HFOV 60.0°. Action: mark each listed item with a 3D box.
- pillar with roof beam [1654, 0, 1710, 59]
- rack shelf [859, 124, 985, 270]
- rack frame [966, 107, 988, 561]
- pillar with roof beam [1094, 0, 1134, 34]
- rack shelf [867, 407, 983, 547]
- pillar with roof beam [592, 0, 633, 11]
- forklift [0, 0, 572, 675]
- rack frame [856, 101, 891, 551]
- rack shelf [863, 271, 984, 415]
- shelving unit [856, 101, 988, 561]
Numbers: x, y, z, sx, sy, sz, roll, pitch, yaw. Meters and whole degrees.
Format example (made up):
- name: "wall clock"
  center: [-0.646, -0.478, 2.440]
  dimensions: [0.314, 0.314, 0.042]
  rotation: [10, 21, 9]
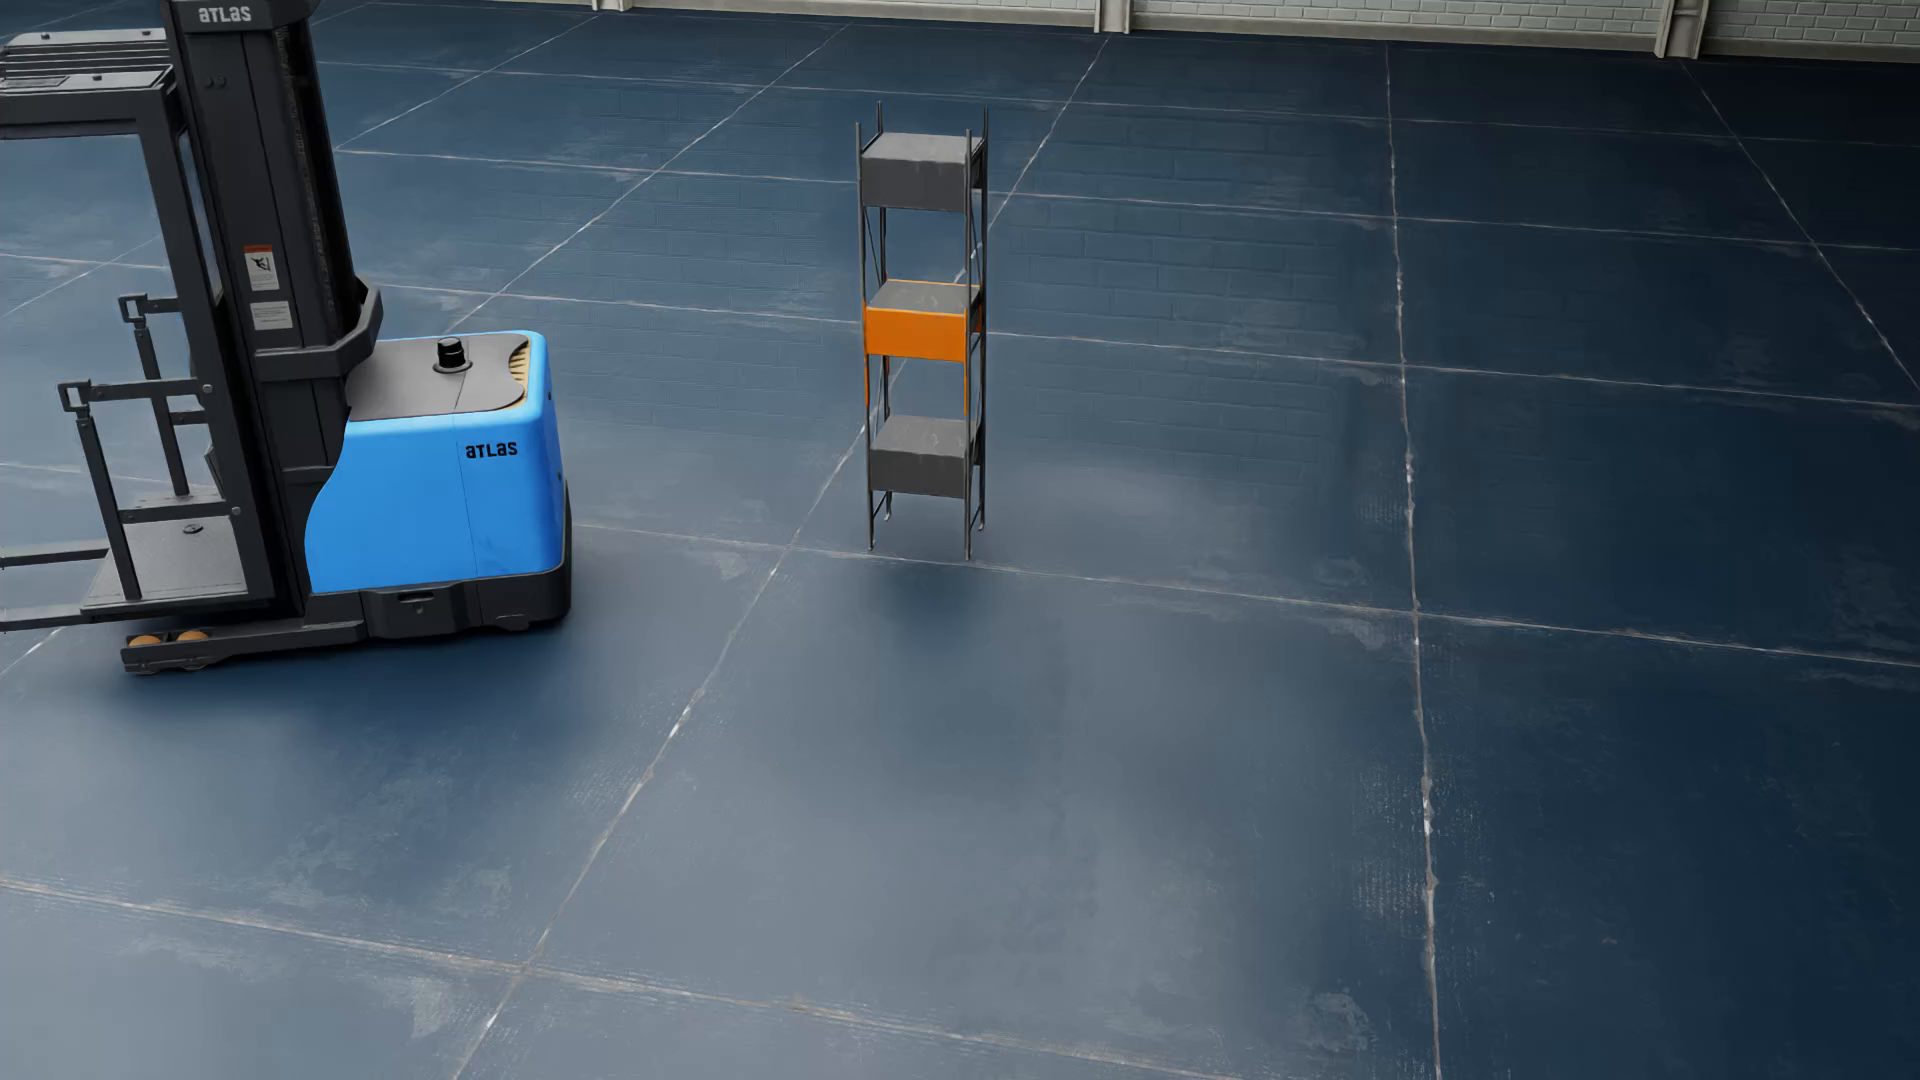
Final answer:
- name: "pillar with roof beam"
  center: [6.698, -7.072, 11.798]
  dimensions: [0.400, 9.000, 9.100]
  rotation: [6, 29, 11]
- name: "rack shelf"
  center: [-0.162, -1.540, 7.447]
  dimensions: [0.480, 0.518, 0.431]
  rotation: [6, 29, 11]
- name: "rack frame"
  center: [0.077, -0.913, 7.731]
  dimensions: [0.015, 2.100, 0.400]
  rotation: [6, 29, 11]
- name: "pillar with roof beam"
  center: [0.830, -7.674, 12.897]
  dimensions: [0.400, 9.000, 9.100]
  rotation: [6, 29, 11]
- name: "rack shelf"
  center: [-0.162, -0.312, 8.119]
  dimensions: [0.480, 0.518, 0.431]
  rotation: [6, 29, 11]
- name: "pillar with roof beam"
  center: [-5.038, -8.276, 13.996]
  dimensions: [0.400, 9.000, 9.100]
  rotation: [6, 29, 11]
- name: "forklift"
  center: [-3.337, -0.980, 6.988]
  dimensions: [3.031, 2.935, 1.130]
  rotation: [-5, 29, -10]
- name: "rack frame"
  center: [-0.401, -0.962, 7.821]
  dimensions: [0.015, 2.100, 0.400]
  rotation: [6, 29, 11]
- name: "rack shelf"
  center: [-0.162, -0.926, 7.783]
  dimensions: [0.480, 0.518, 0.431]
  rotation: [6, 29, 11]
- name: "shelving unit"
  center: [-0.162, -0.938, 7.776]
  dimensions: [0.503, 2.100, 0.431]
  rotation: [6, 29, 11]
